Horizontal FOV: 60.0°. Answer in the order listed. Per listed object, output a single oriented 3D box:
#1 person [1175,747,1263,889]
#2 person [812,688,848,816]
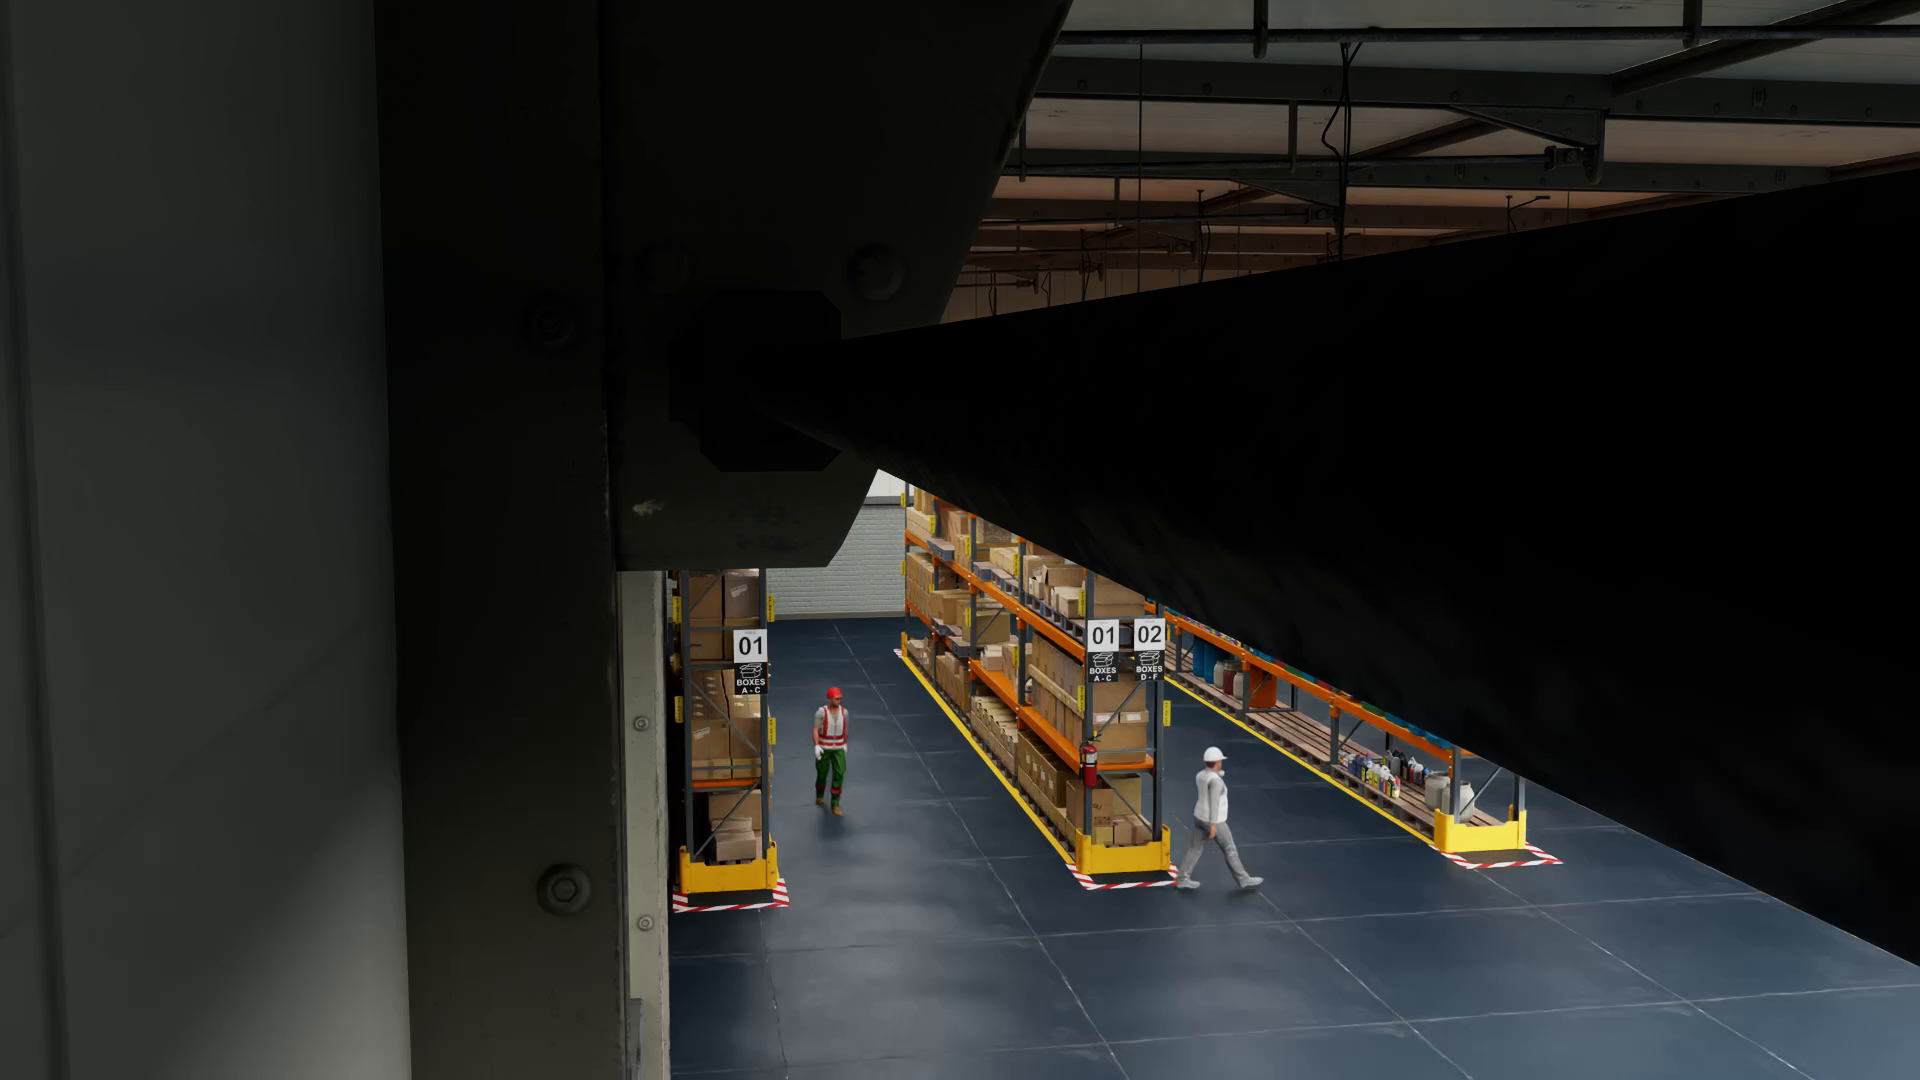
[{"bbox_3d":[3.111,3.365,20.167,1.007,1.708,0.608,-3,6,-23],"label":"person"},{"bbox_3d":[-1.842,3.001,23.803,0.631,1.788,0.778,-3,7,-29],"label":"person"}]
